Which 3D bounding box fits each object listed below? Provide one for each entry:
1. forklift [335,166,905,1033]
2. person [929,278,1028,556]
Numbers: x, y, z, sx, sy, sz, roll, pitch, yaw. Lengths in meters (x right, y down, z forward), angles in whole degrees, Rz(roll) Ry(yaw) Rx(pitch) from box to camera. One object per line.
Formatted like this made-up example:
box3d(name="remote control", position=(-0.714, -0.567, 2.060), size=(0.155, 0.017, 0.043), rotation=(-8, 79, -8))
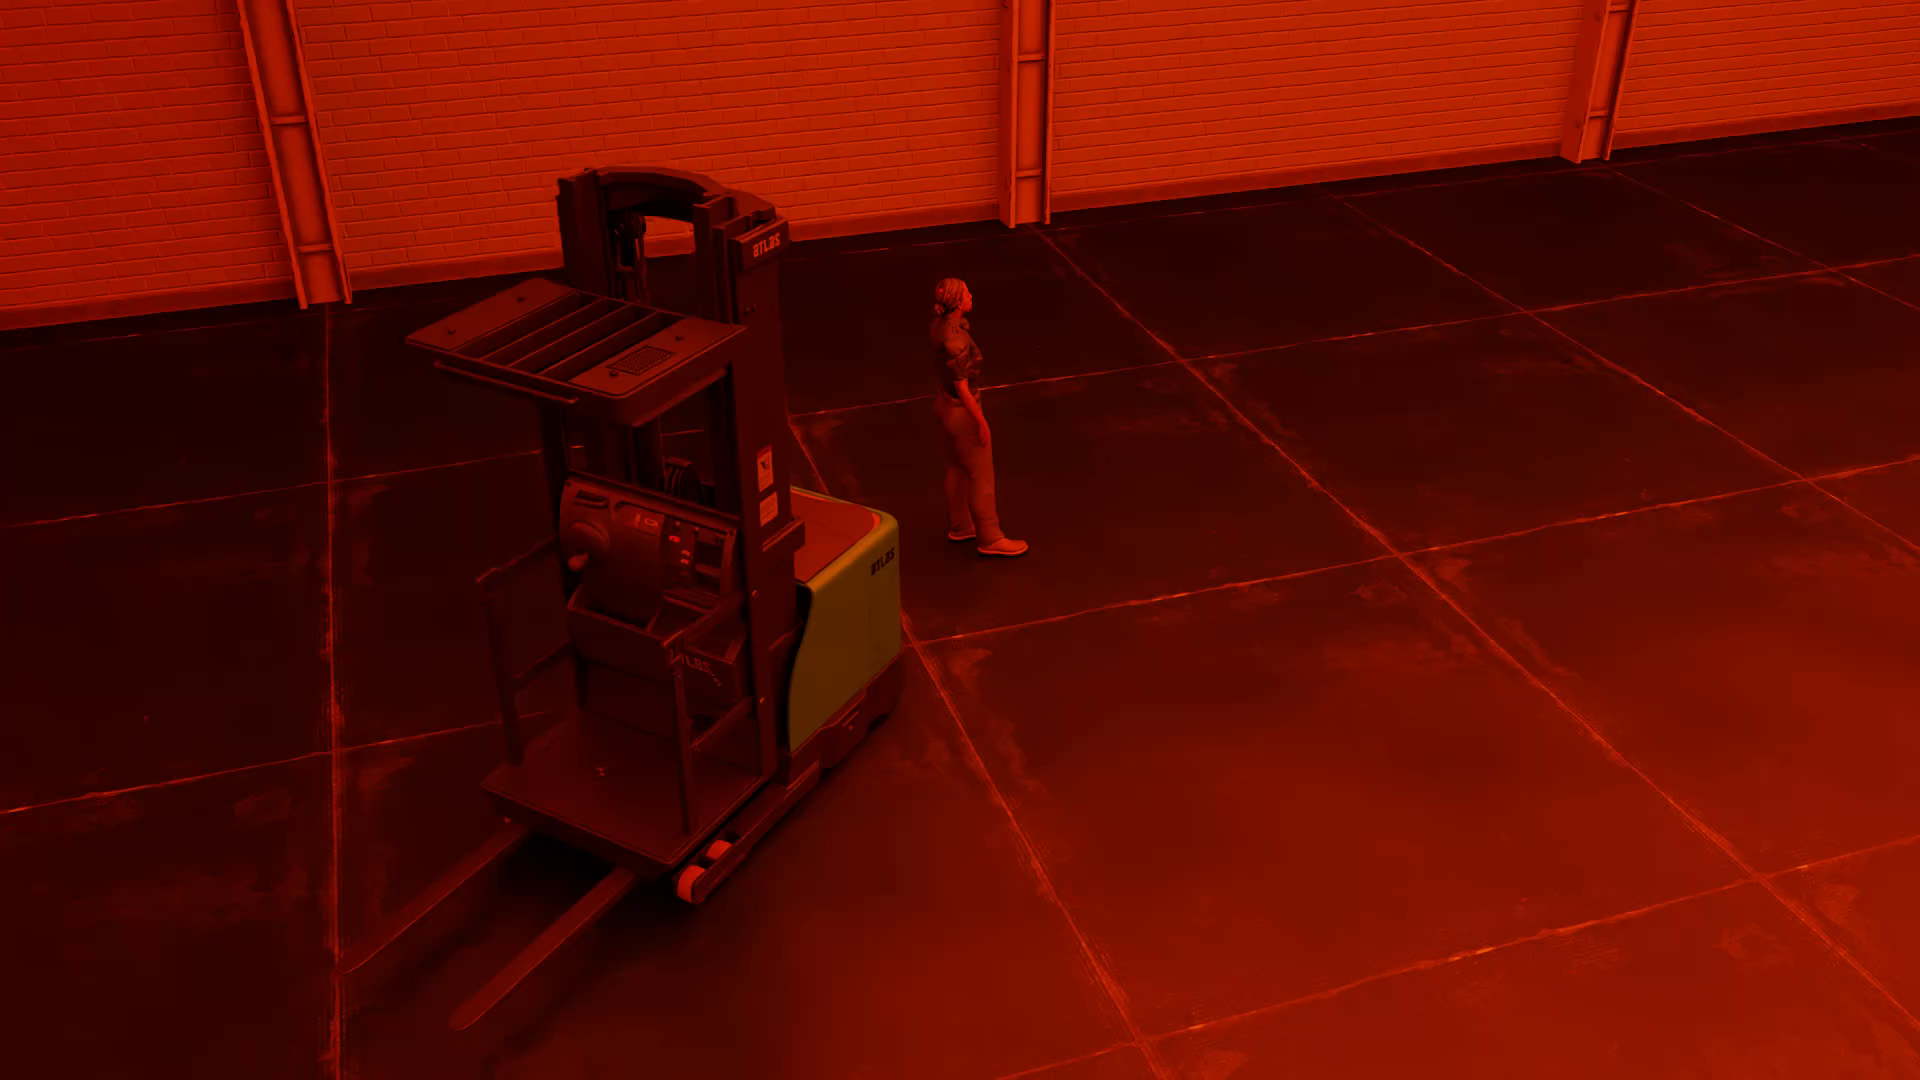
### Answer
box3d(name="forklift", position=(-1.451, 0.057, 6.987), size=(1.130, 2.935, 3.031), rotation=(16, 34, 25))
box3d(name="person", position=(0.089, -0.728, 9.618), size=(0.503, 1.656, 0.570), rotation=(-10, 31, -16))
